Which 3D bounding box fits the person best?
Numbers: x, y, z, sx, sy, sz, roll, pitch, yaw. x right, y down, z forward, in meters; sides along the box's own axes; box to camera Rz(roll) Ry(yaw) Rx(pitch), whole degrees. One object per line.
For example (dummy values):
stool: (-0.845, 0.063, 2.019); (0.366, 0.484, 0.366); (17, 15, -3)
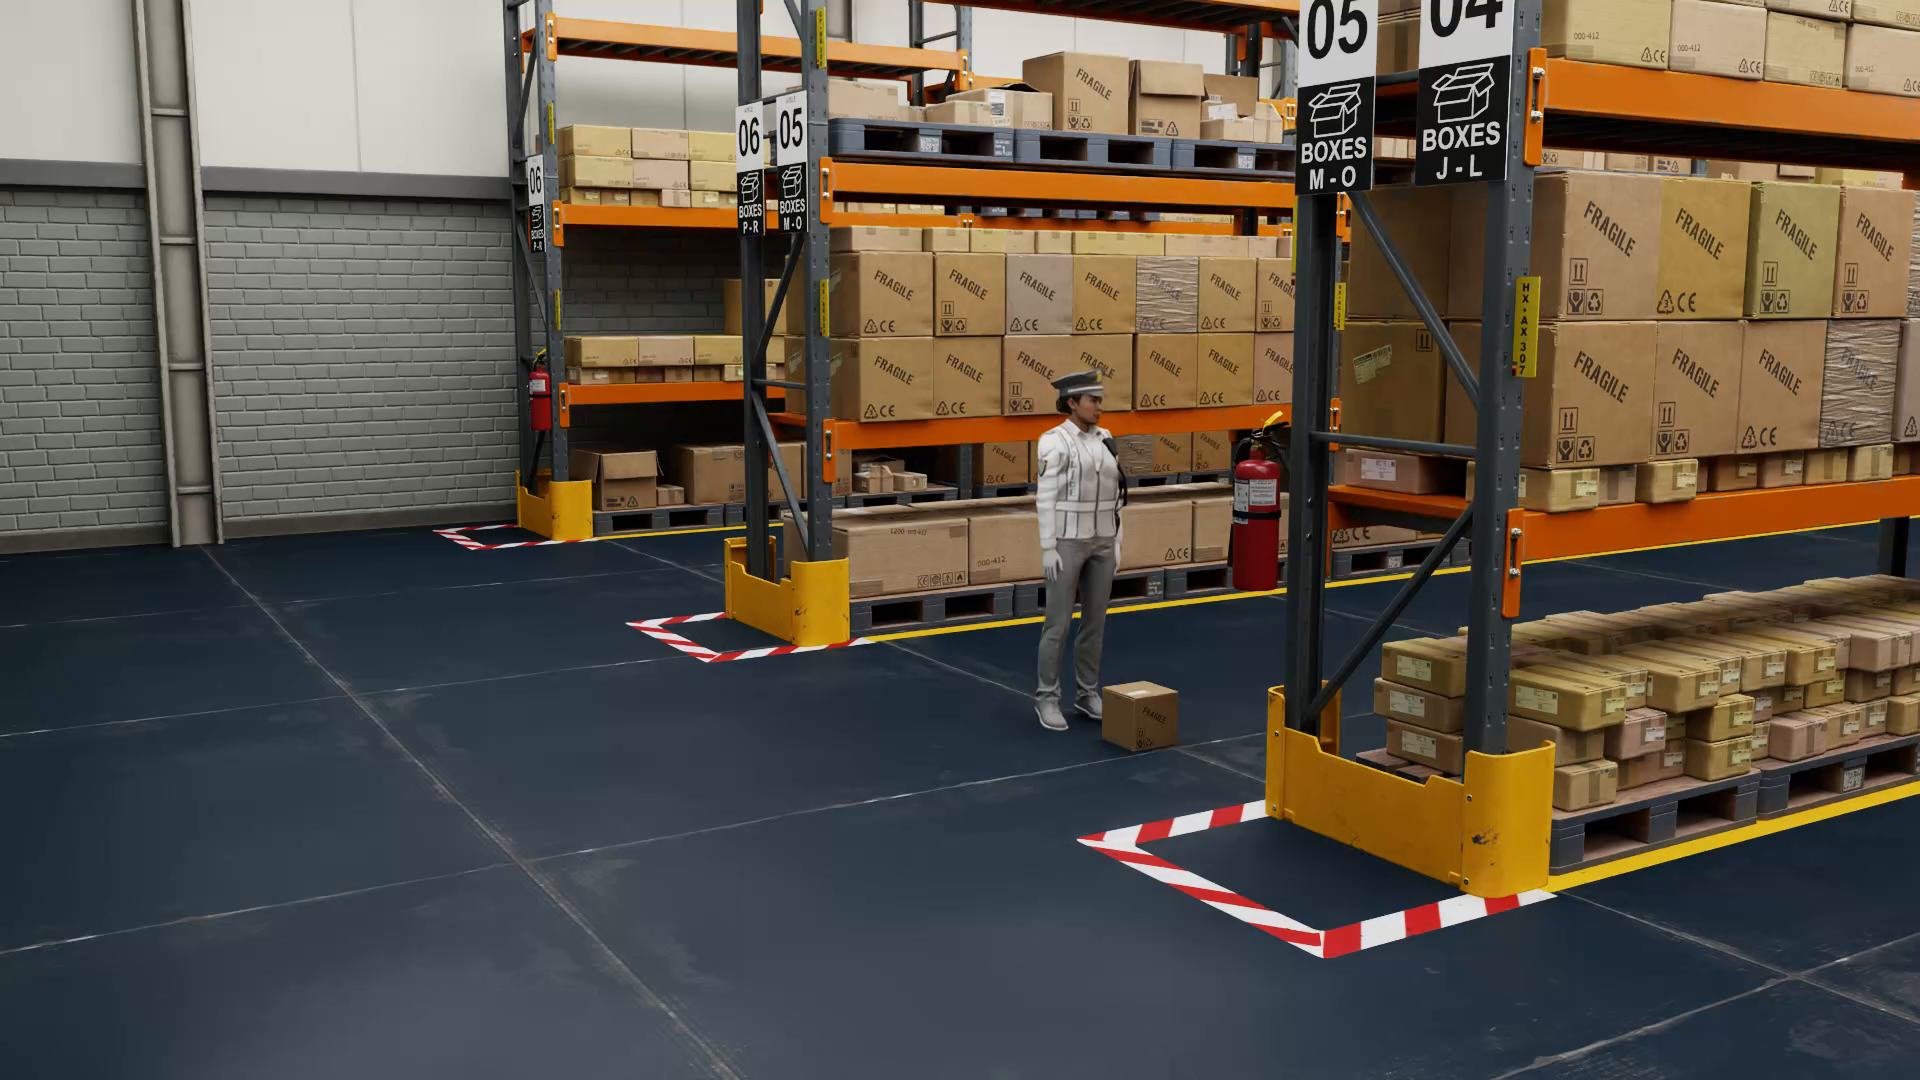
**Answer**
person: (0.583, 0.036, 7.972); (0.496, 1.708, 0.334); (-5, 10, -31)
